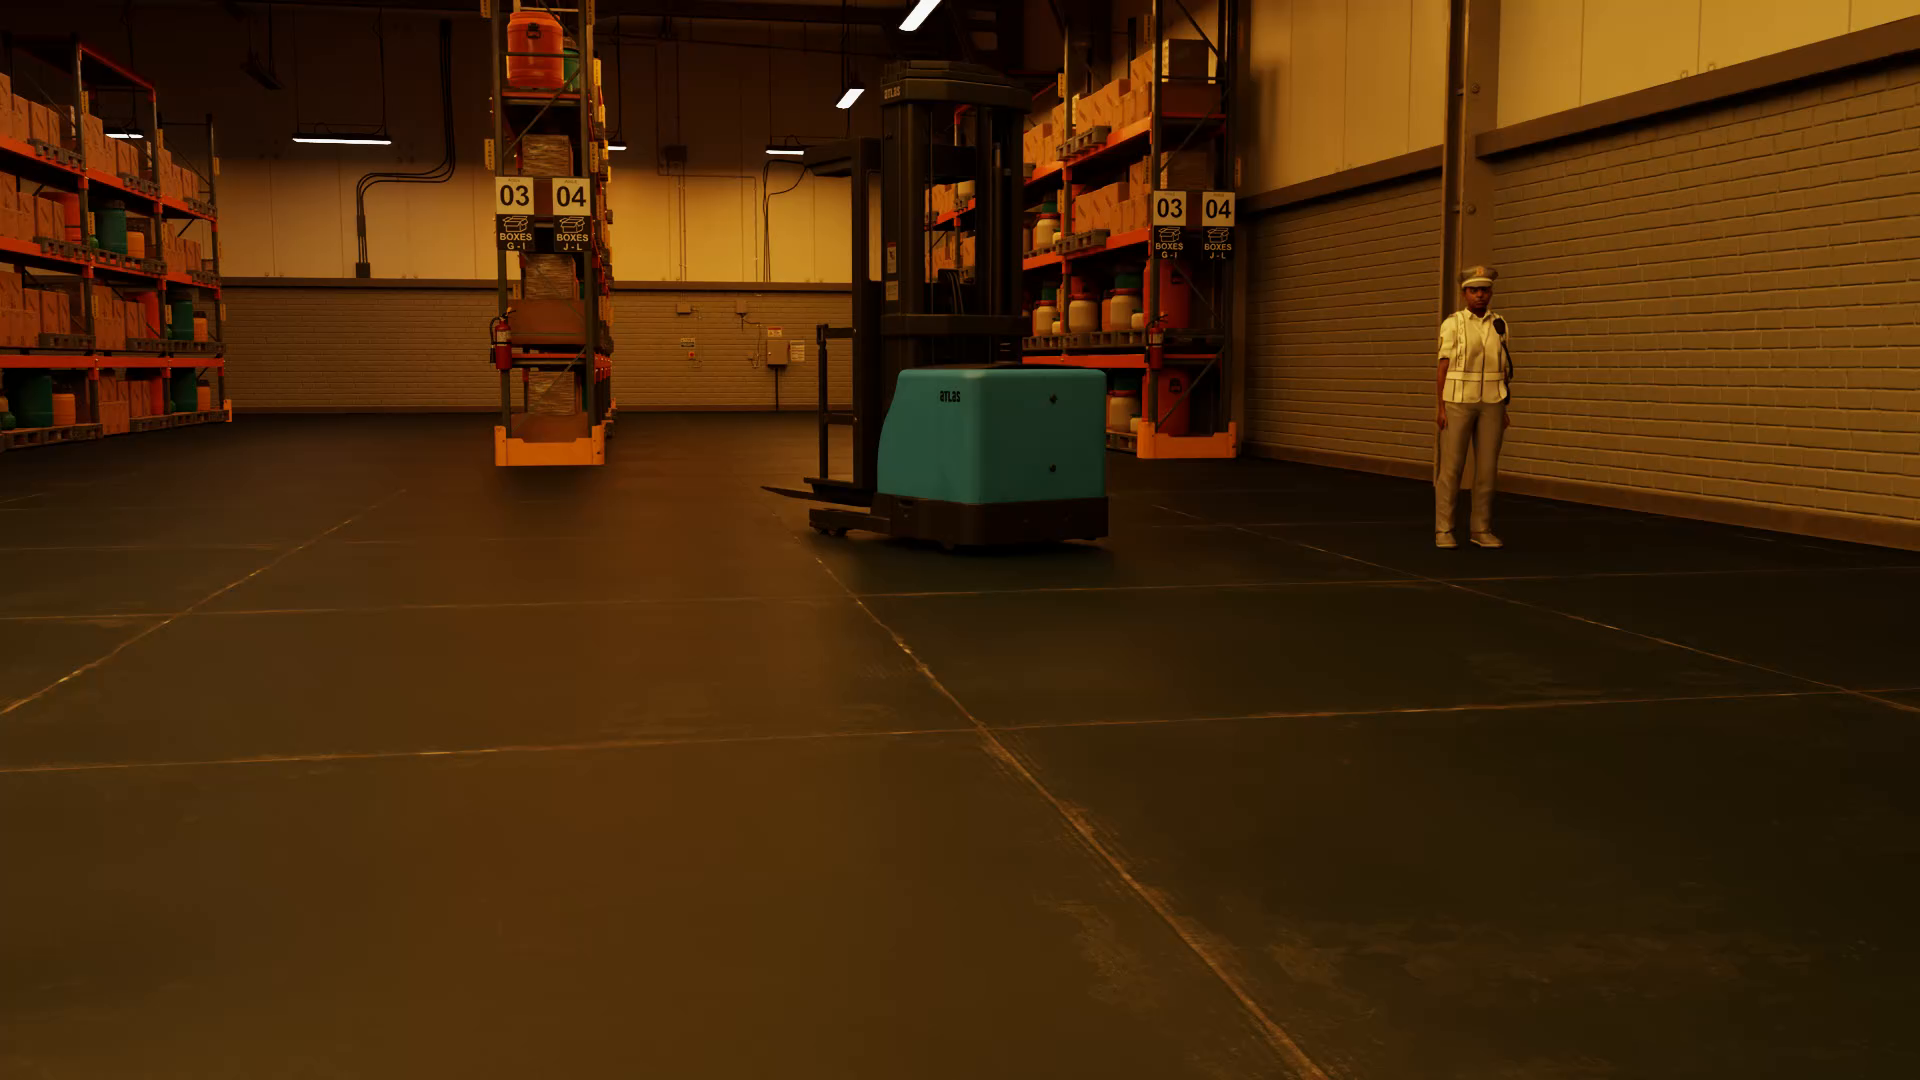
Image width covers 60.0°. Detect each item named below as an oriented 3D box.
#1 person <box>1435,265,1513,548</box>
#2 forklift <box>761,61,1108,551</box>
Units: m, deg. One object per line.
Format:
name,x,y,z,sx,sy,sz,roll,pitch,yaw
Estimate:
person,3.100,-0.799,10.042,0.447,1.691,0.337,0,6,-3
forklift,-0.335,-1.511,10.853,1.130,2.935,3.031,-4,7,-33
